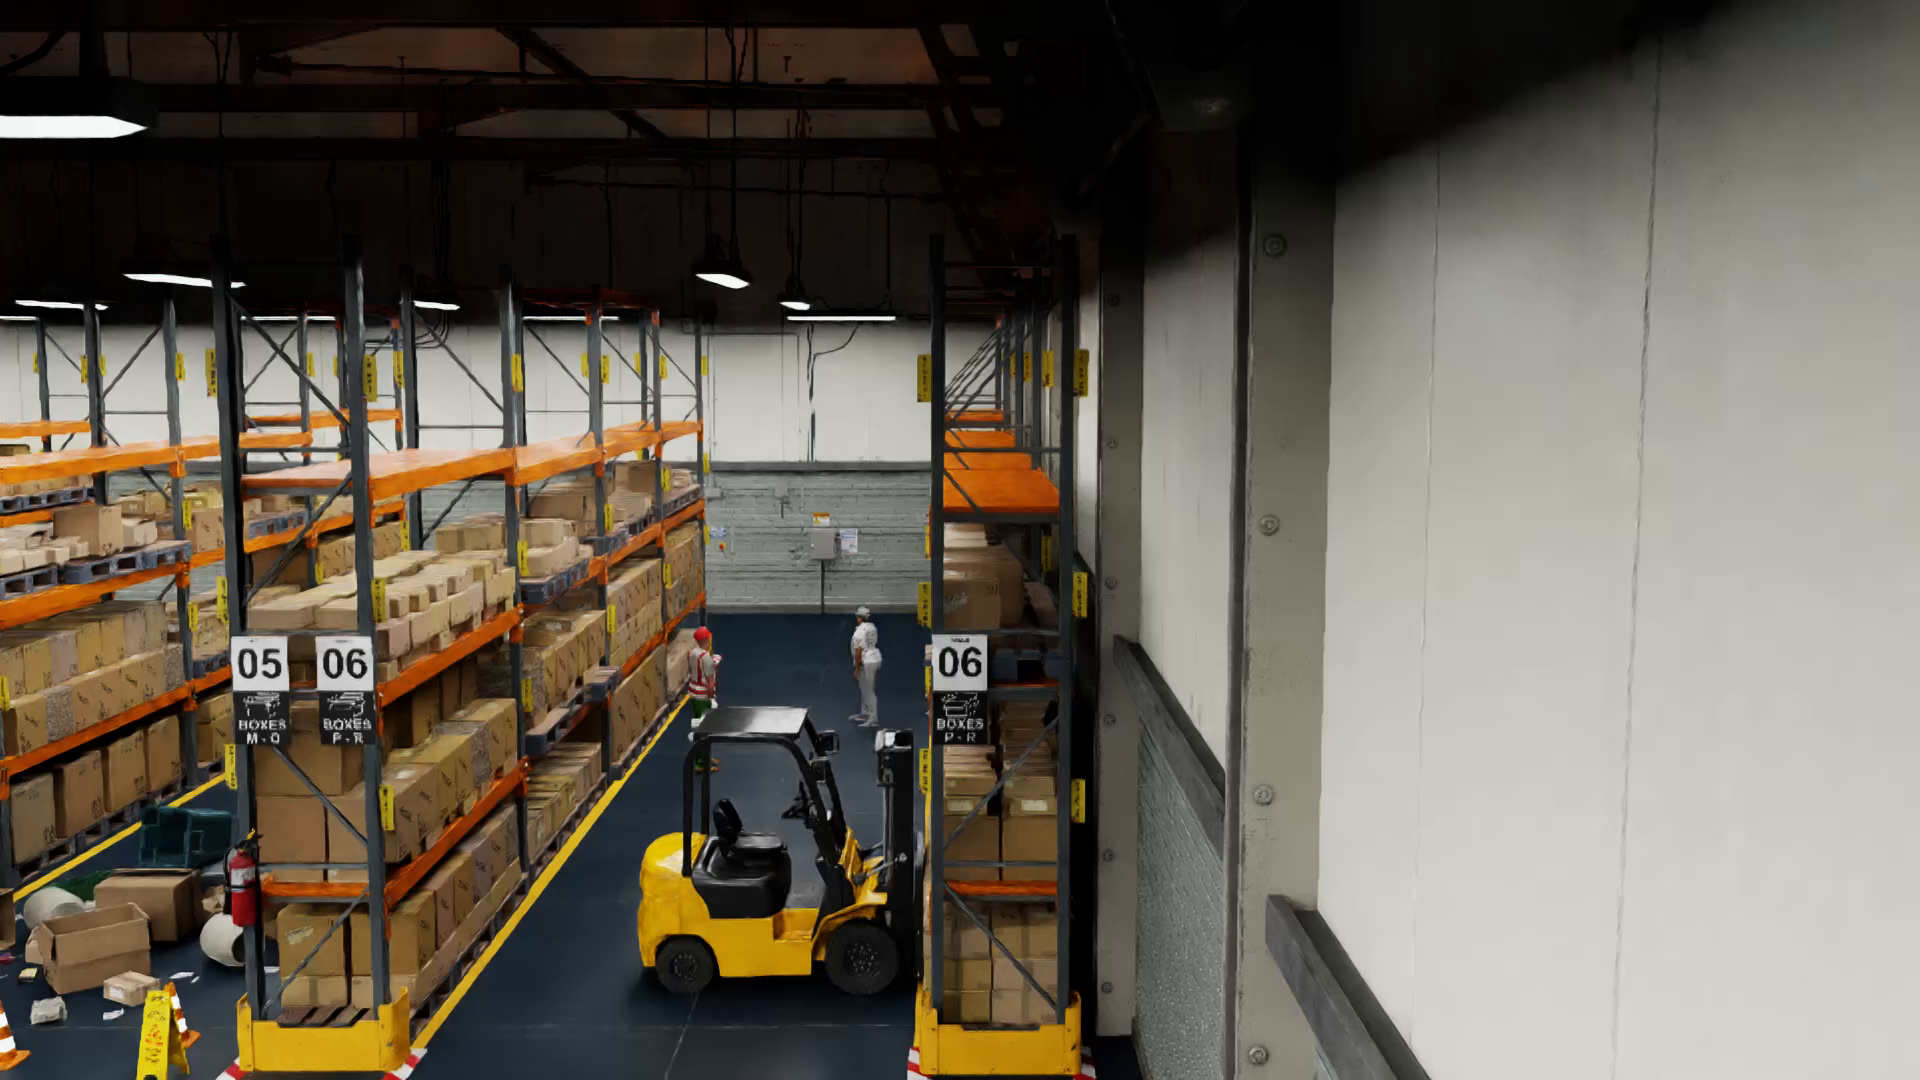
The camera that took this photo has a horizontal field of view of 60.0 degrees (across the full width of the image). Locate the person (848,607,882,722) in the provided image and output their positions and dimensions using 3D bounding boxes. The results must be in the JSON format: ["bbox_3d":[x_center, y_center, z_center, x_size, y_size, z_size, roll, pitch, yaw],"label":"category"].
[{"bbox_3d":[-1.313,1.728,23.298,0.423,1.598,0.557,2,7,18],"label":"person"}]

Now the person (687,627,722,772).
[{"bbox_3d":[-3.166,1.966,20.798,0.450,1.789,0.605,-4,7,-31],"label":"person"}]
